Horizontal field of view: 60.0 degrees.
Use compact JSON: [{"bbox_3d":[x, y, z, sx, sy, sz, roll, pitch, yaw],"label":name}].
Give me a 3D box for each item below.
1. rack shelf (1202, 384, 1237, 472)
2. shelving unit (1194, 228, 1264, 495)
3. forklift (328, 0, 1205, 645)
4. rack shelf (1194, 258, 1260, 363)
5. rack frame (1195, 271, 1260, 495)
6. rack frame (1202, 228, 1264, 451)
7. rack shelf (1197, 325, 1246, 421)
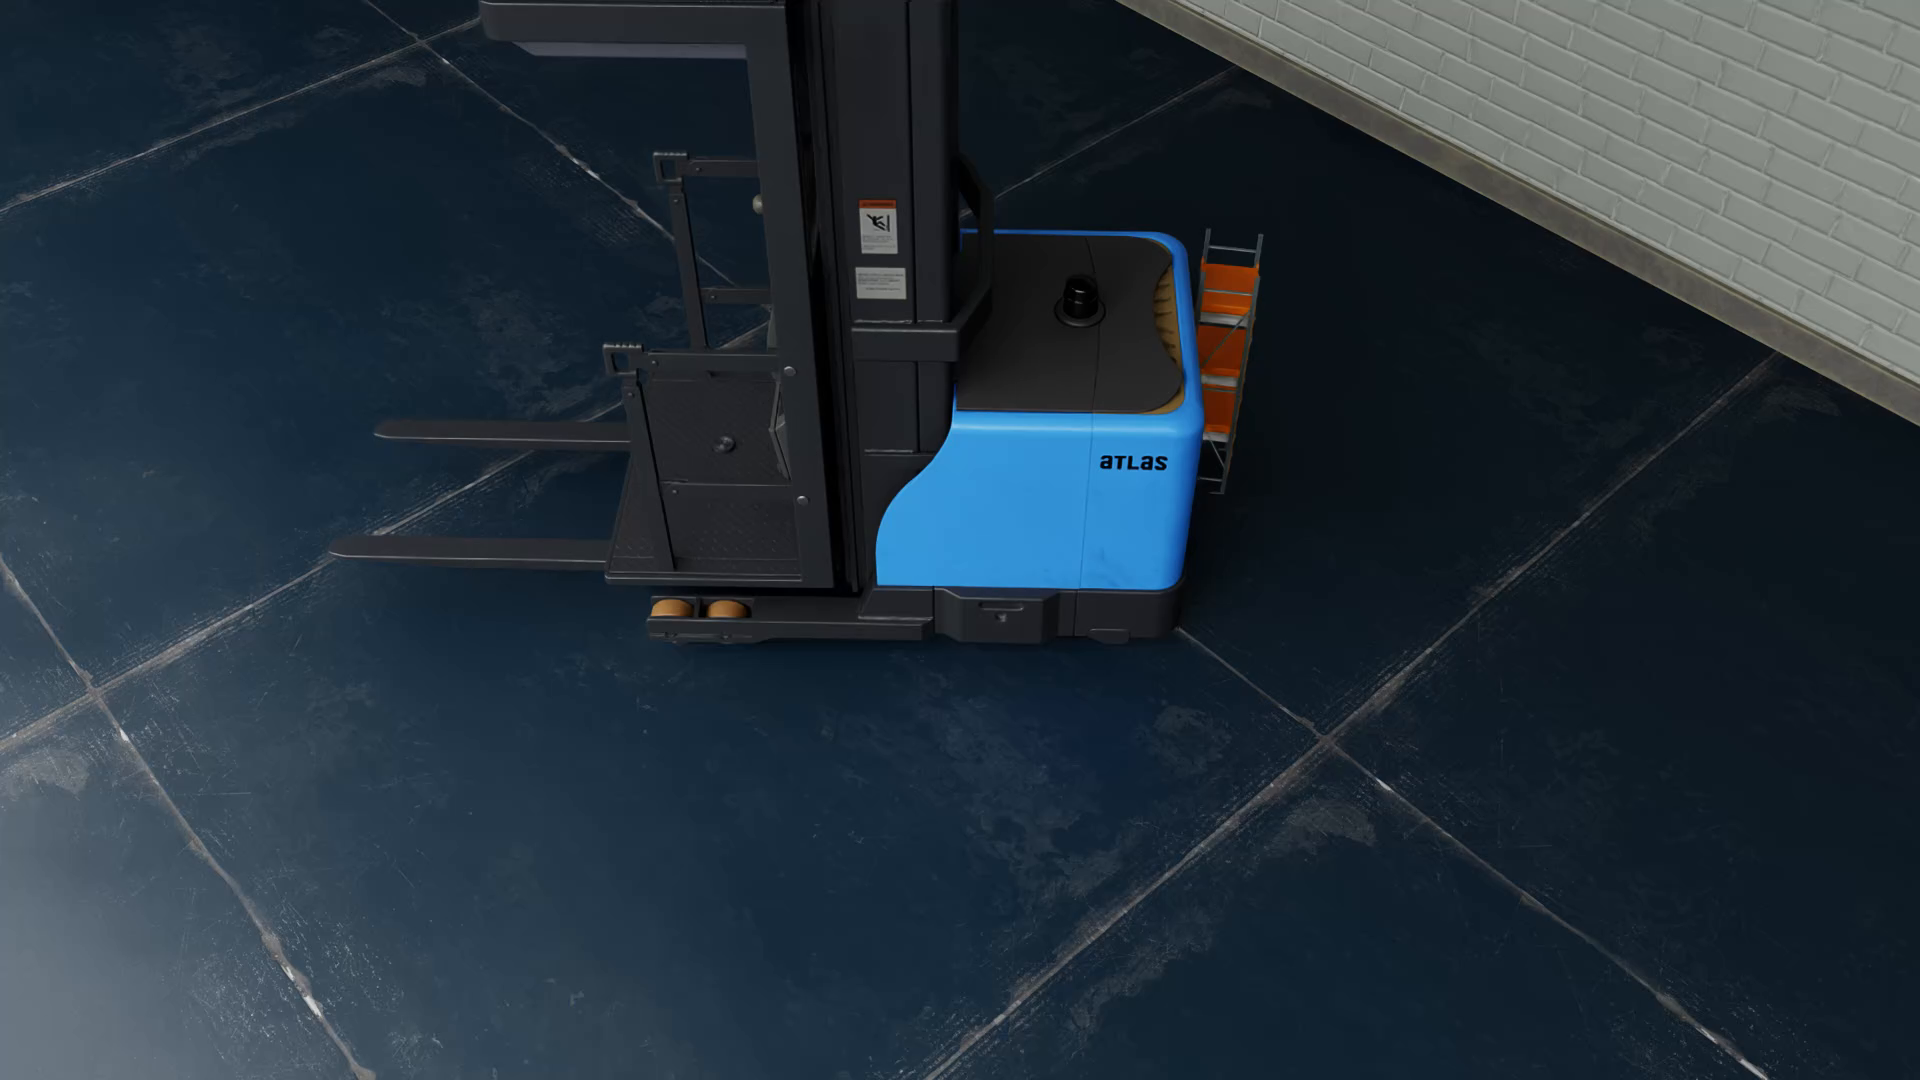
[{"bbox_3d":[0.940,-0.437,6.332,0.215,0.259,0.240,7,48,7],"label":"rack shelf"},{"bbox_3d":[0.940,-0.633,6.120,0.215,1.050,0.252,7,48,7],"label":"shelving unit"},{"bbox_3d":[-0.723,-1.013,5.191,3.031,2.935,1.130,1,47,1],"label":"forklift"},{"bbox_3d":[0.940,-0.818,5.919,0.215,0.259,0.240,7,48,7],"label":"rack shelf"},{"bbox_3d":[0.920,-0.544,6.038,0.200,1.050,0.008,7,48,7],"label":"rack frame"},{"bbox_3d":[0.961,-0.721,6.201,0.200,1.050,0.008,7,48,7],"label":"rack frame"},{"bbox_3d":[0.940,-0.626,6.127,0.215,0.259,0.240,7,48,7],"label":"rack shelf"}]
